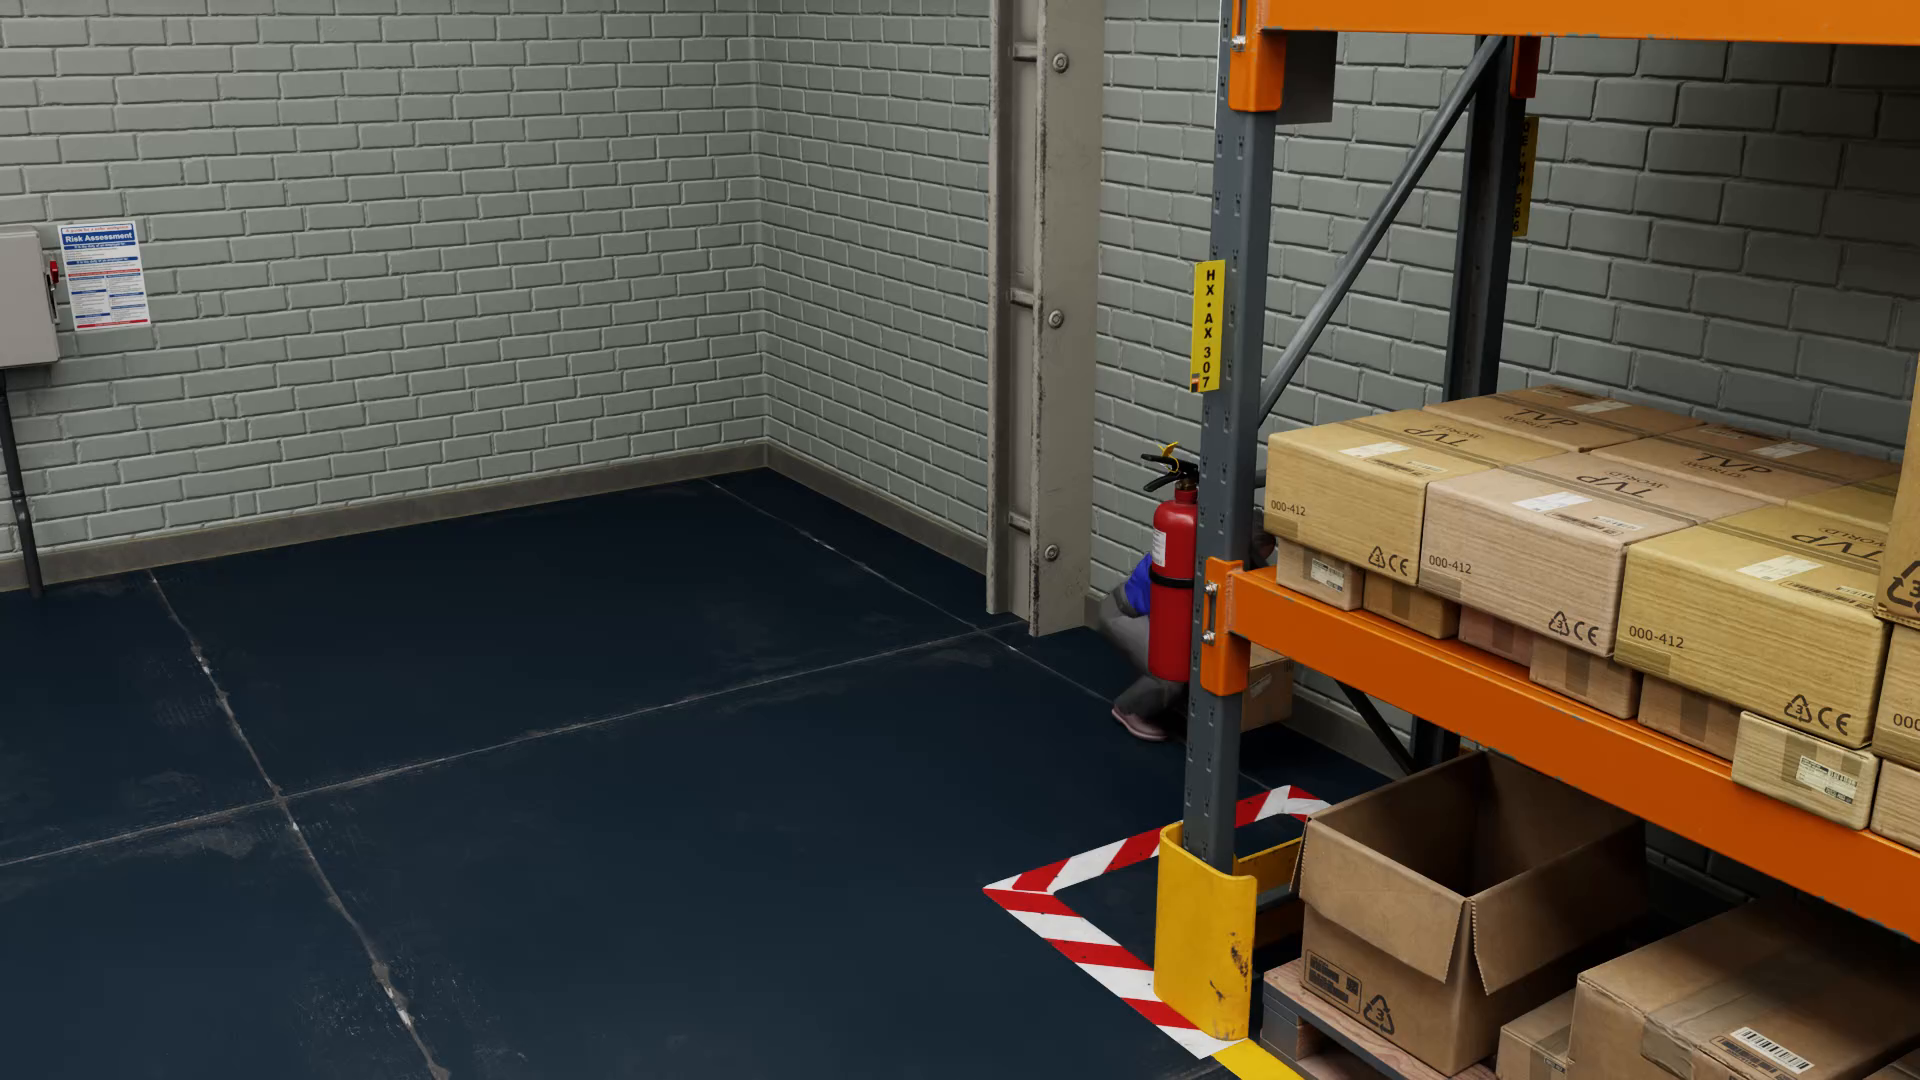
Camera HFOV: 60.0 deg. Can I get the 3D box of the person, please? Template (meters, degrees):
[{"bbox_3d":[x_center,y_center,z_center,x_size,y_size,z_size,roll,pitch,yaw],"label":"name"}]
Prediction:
[{"bbox_3d":[0.883,0.300,6.289,0.463,0.965,0.790,-12,22,-33],"label":"person"}]
